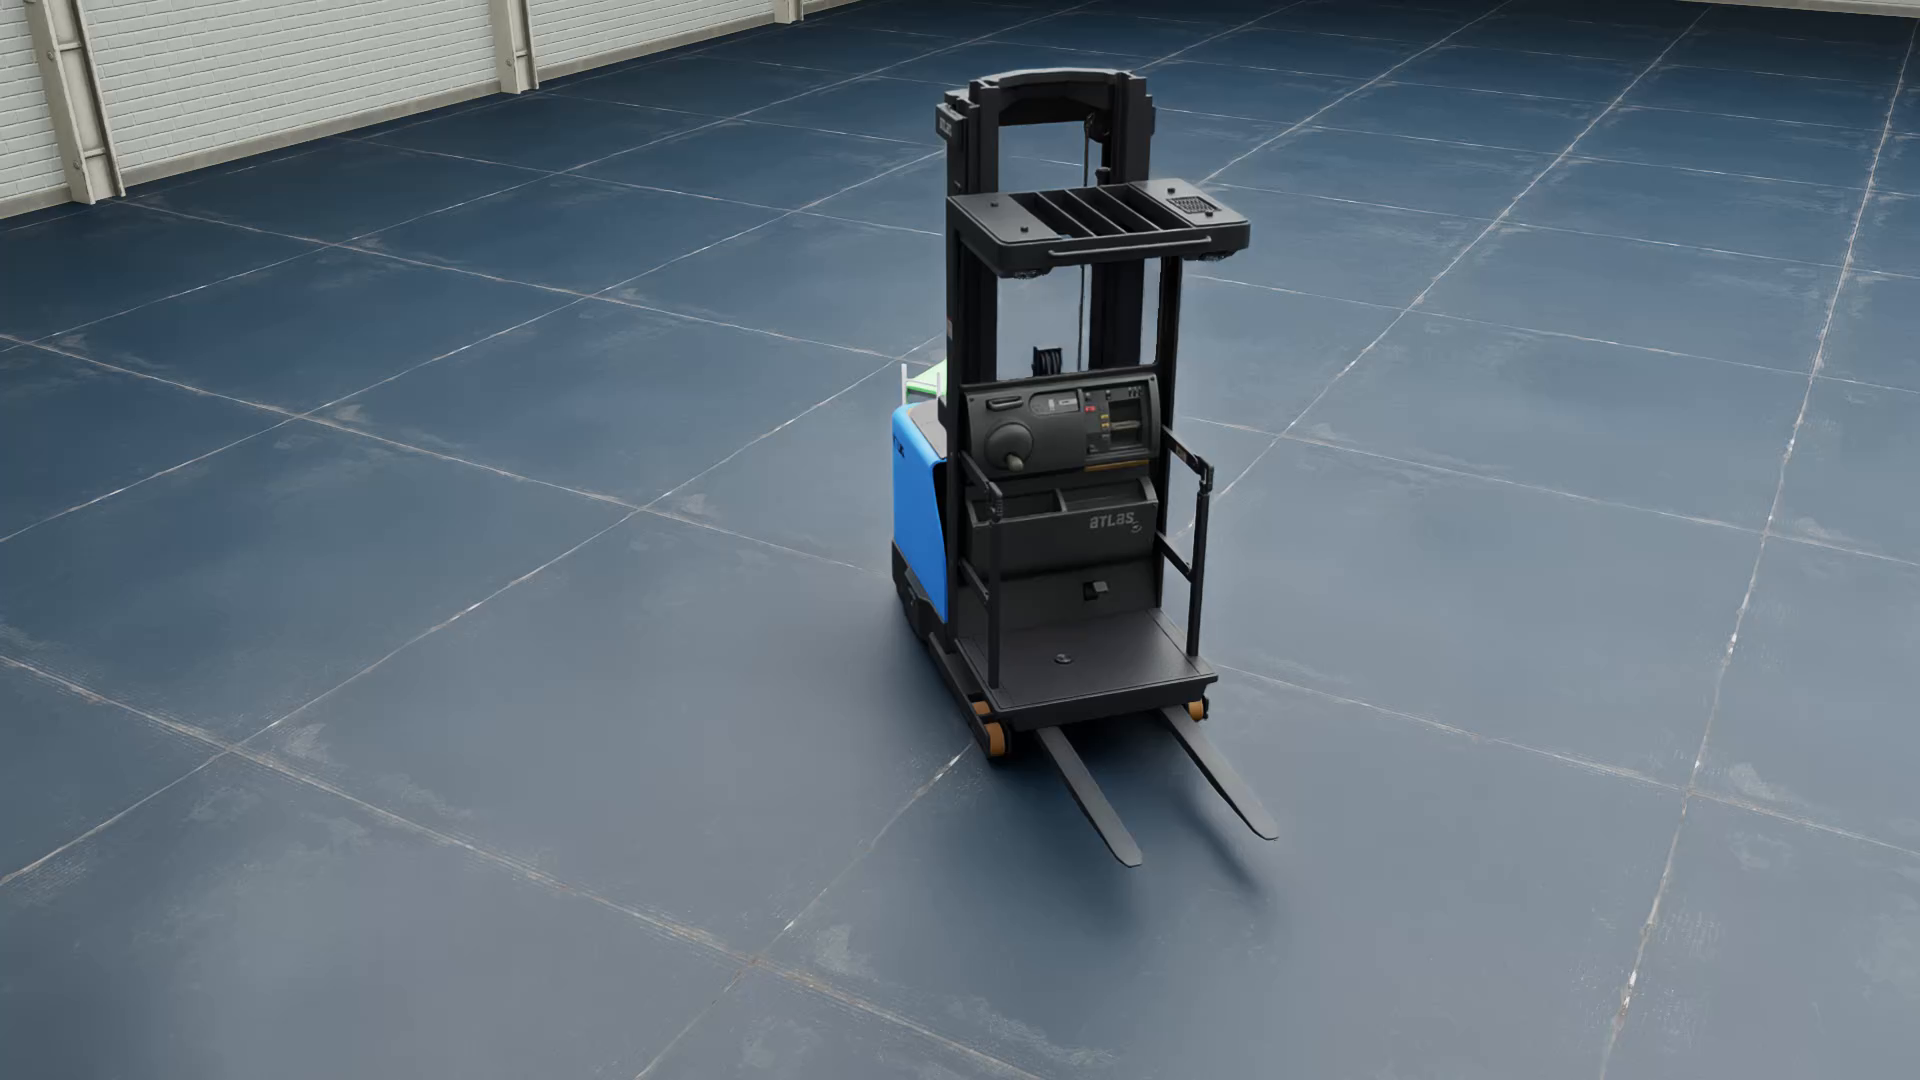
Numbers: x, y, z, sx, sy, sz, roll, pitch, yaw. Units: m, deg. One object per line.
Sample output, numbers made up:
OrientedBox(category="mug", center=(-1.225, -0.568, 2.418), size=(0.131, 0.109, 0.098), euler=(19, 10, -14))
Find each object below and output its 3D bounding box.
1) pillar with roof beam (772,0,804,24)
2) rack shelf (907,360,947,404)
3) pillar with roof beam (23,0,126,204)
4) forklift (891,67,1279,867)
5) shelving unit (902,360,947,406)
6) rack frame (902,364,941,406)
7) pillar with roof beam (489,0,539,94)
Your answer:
OrientedBox(category="pillar with roof beam", center=(1.075, -11.160, 21.992), size=(9.100, 9.000, 0.400), euler=(14, 30, 26))
OrientedBox(category="rack shelf", center=(-0.083, -0.849, 9.177), size=(0.258, 0.148, 0.480), euler=(15, 30, 27))
OrientedBox(category="pillar with roof beam", center=(-4.828, -6.484, 12.650), size=(9.100, 9.000, 0.400), euler=(14, 30, 26))
OrientedBox(category="forklift", center=(0.546, -0.497, 7.469), size=(1.130, 2.935, 3.031), euler=(-8, 28, -15))
OrientedBox(category="shelving unit", center=(-0.083, -0.477, 9.363), size=(0.258, 1.200, 0.503), euler=(15, 30, 27))
OrientedBox(category="rack frame", center=(-0.207, -0.383, 9.175), size=(0.240, 1.200, 0.015), euler=(15, 30, 27))
OrientedBox(category="pillar with roof beam", center=(-1.876, -8.822, 17.321), size=(9.100, 9.000, 0.400), euler=(14, 30, 26))
